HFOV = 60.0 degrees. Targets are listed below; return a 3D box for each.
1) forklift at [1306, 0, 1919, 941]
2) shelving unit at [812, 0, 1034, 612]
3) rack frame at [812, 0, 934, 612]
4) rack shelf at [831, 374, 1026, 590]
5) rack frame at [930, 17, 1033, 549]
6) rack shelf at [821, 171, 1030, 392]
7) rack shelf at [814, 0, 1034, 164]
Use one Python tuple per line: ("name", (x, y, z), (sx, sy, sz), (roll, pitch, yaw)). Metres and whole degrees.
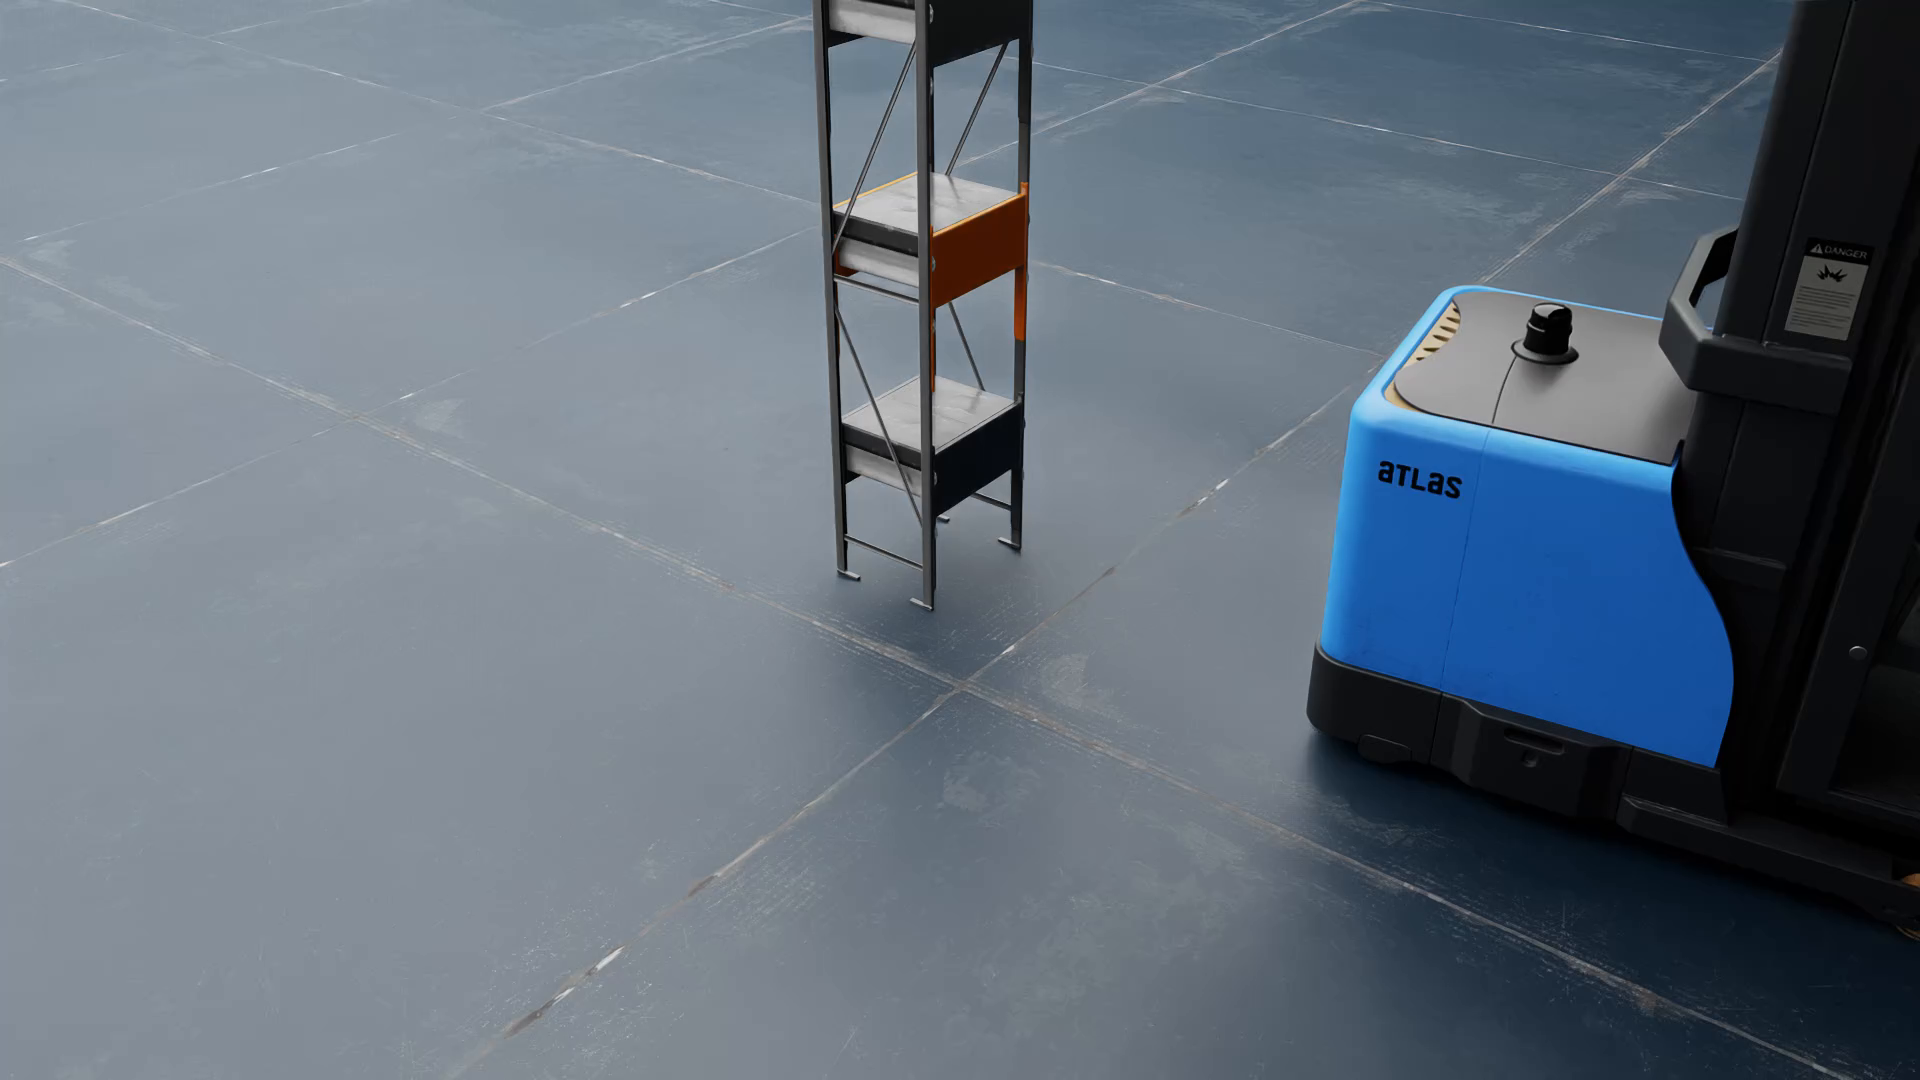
("forklift", (2.535, -0.537, 3.781), (3.031, 2.935, 1.130), (16, 34, 24))
("shelving unit", (-0.100, -0.836, 5.101), (0.431, 2.100, 0.503), (21, 37, 31))
("rack frame", (-0.247, -0.737, 4.934), (0.400, 2.100, 0.015), (21, 37, 31))
("rack shelf", (-0.100, -0.222, 5.465), (0.431, 0.518, 0.480), (21, 37, 31))
("rack frame", (0.047, -0.935, 5.269), (0.400, 2.100, 0.015), (21, 37, 31))
("rack shelf", (-0.100, -0.824, 5.108), (0.431, 0.518, 0.480), (21, 37, 31))
("rack shelf", (-0.100, -1.426, 4.751), (0.431, 0.518, 0.480), (21, 37, 31))
